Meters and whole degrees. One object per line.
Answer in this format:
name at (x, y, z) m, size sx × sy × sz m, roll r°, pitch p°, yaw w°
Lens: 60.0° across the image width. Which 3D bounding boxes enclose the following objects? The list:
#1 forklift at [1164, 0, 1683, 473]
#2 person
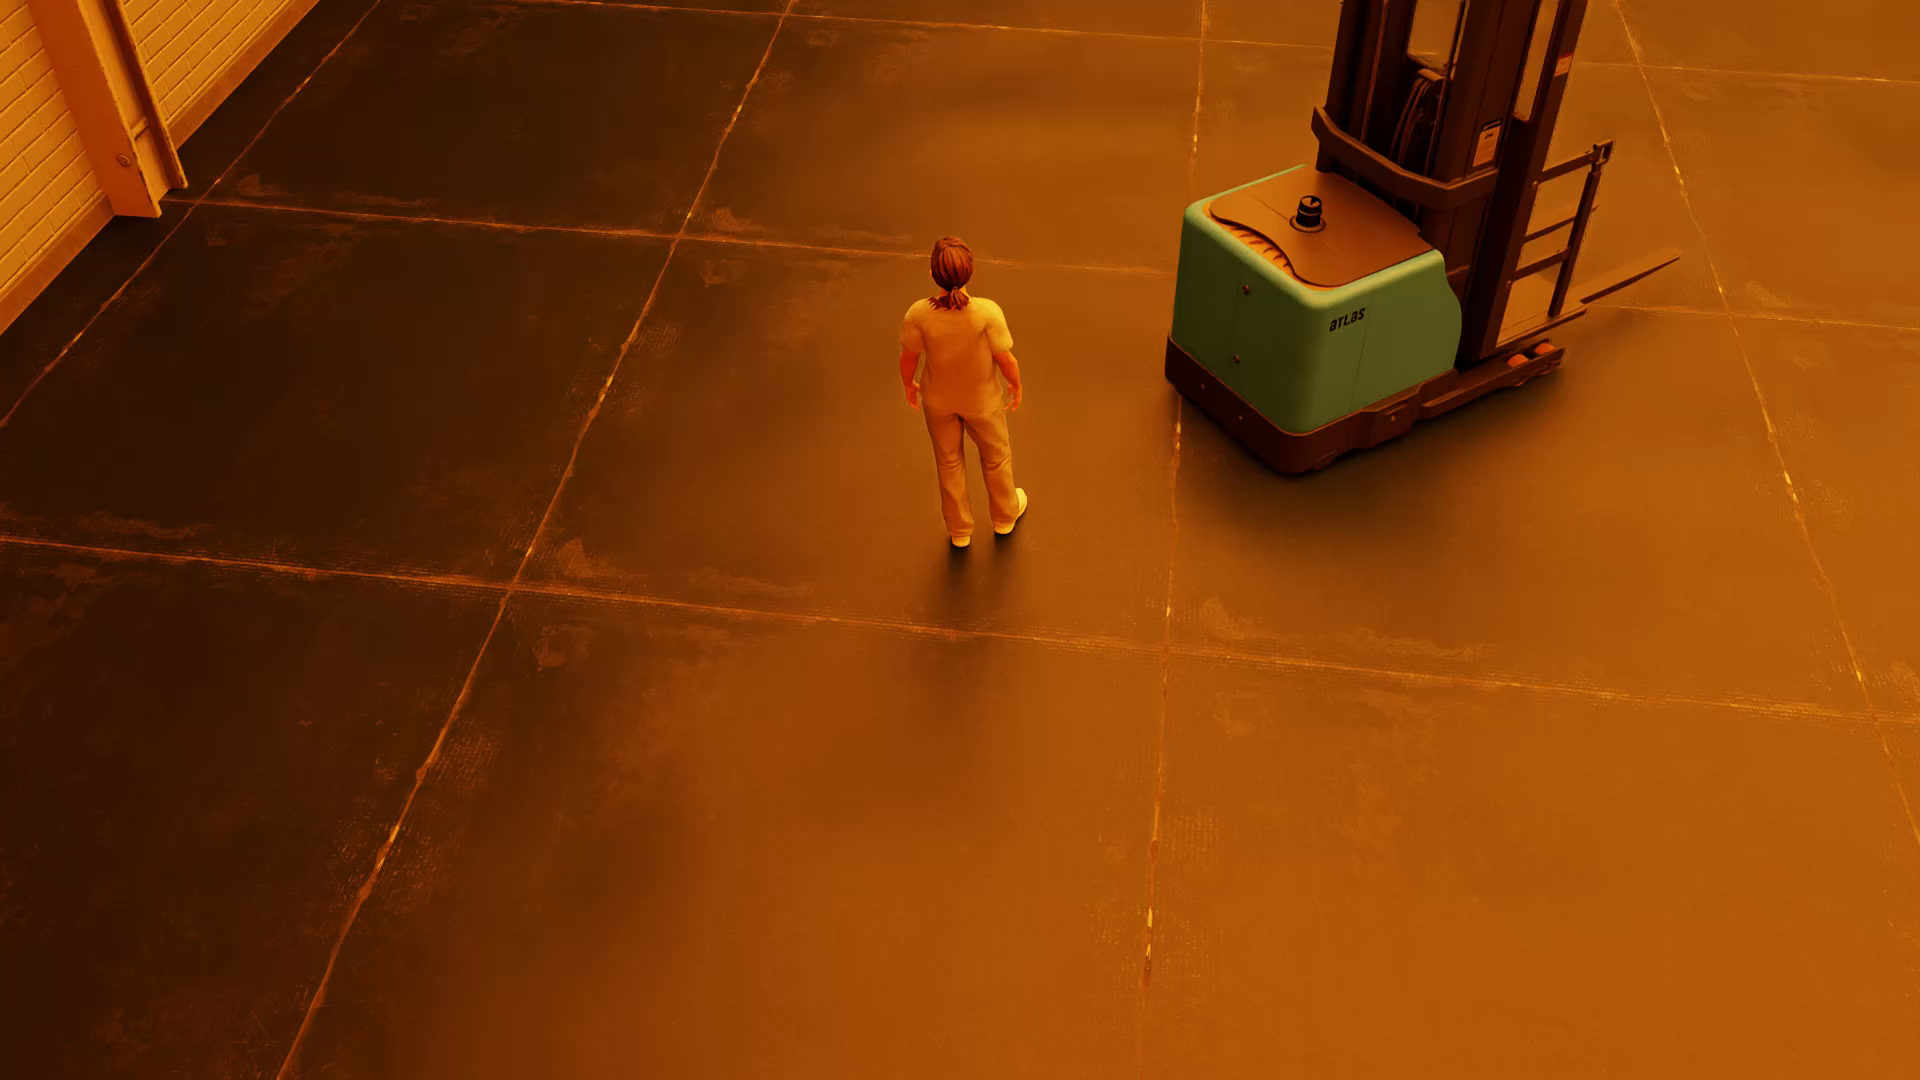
forklift at (2.594, -2.170, 8.086) m, size 3.031 × 2.935 × 1.130 m, roll -23°, pitch 47°, yaw -23°
person at (0.012, -0.574, 7.401) m, size 0.518 × 1.362 × 0.395 m, roll 5°, pitch 43°, yaw 6°
